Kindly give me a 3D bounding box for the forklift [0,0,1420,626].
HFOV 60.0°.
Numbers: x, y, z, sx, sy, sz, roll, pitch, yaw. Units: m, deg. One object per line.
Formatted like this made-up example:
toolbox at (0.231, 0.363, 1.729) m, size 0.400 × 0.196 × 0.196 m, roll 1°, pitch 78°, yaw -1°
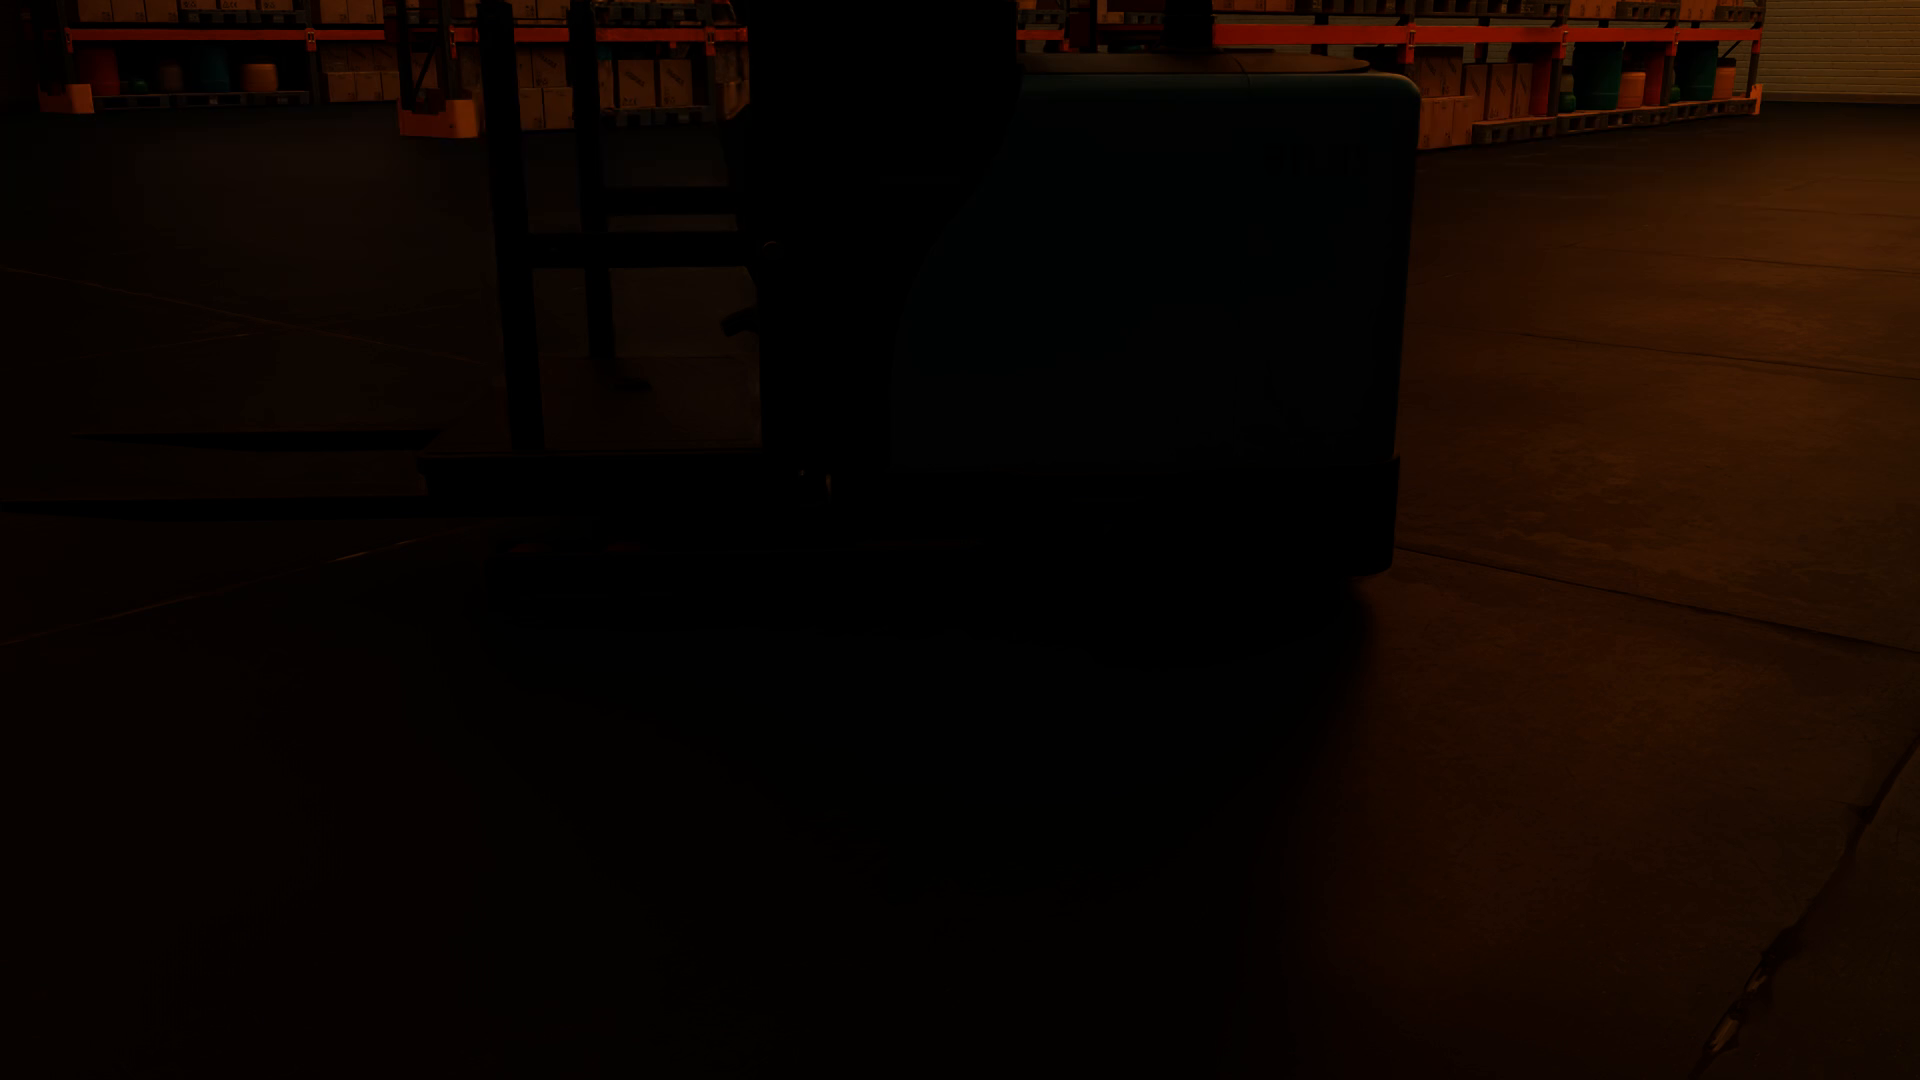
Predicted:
forklift at (-0.620, -1.387, 3.465) m, size 3.031 × 2.935 × 1.130 m, roll -1°, pitch 17°, yaw -3°
